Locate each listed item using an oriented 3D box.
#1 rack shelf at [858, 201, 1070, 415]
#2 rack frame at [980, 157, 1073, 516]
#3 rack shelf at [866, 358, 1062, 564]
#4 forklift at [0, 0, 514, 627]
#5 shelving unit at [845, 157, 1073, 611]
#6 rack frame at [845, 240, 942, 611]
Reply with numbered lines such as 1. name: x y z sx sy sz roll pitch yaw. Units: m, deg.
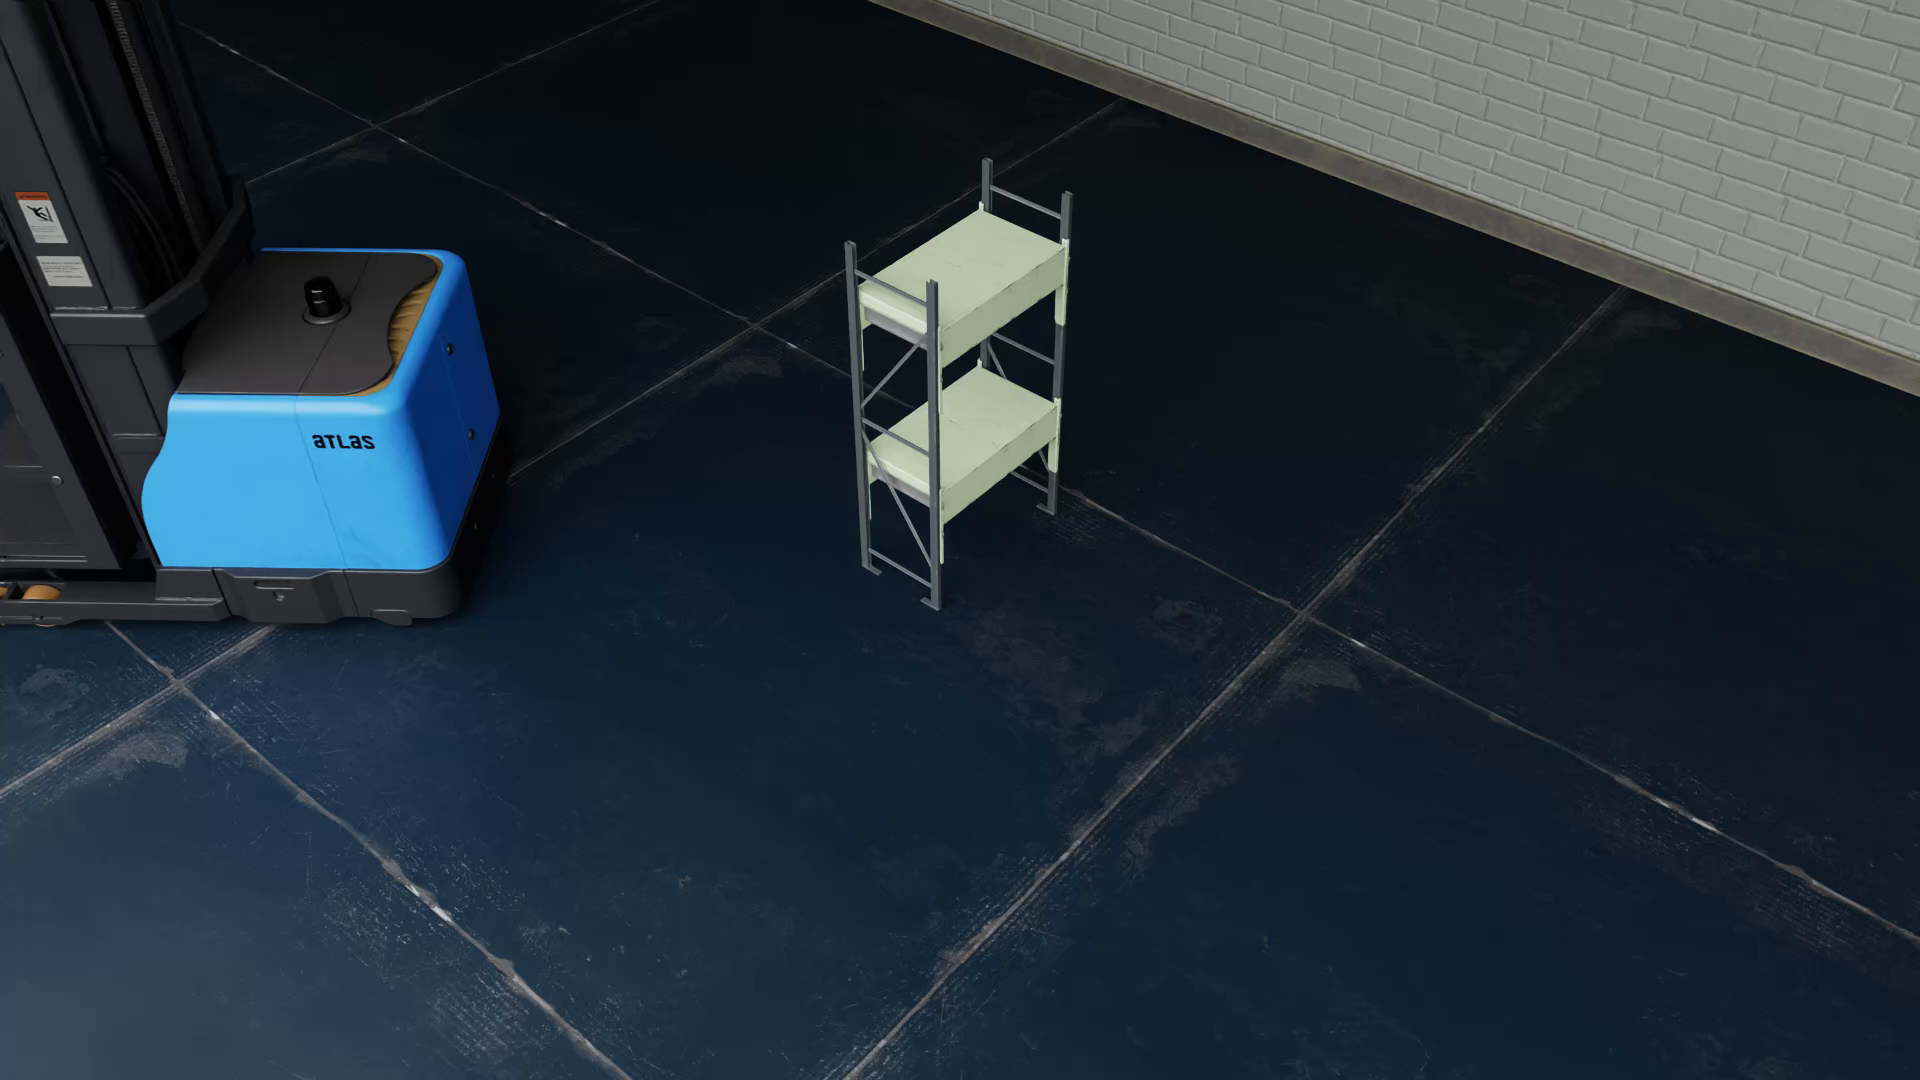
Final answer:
1. rack shelf: 0.004 -0.847 5.987 0.431 0.370 0.720 29 50 28
2. rack frame: 0.240 -0.747 6.457 0.400 1.500 0.023 29 50 28
3. rack shelf: 0.004 -0.317 6.469 0.431 0.370 0.720 29 50 28
4. forklift: -3.405 -1.107 5.789 3.031 2.935 1.130 1 42 1
5. shelving unit: 0.004 -0.558 6.249 0.431 1.500 0.755 29 50 28
6. rack frame: -0.231 -0.370 6.042 0.400 1.500 0.023 29 50 28
